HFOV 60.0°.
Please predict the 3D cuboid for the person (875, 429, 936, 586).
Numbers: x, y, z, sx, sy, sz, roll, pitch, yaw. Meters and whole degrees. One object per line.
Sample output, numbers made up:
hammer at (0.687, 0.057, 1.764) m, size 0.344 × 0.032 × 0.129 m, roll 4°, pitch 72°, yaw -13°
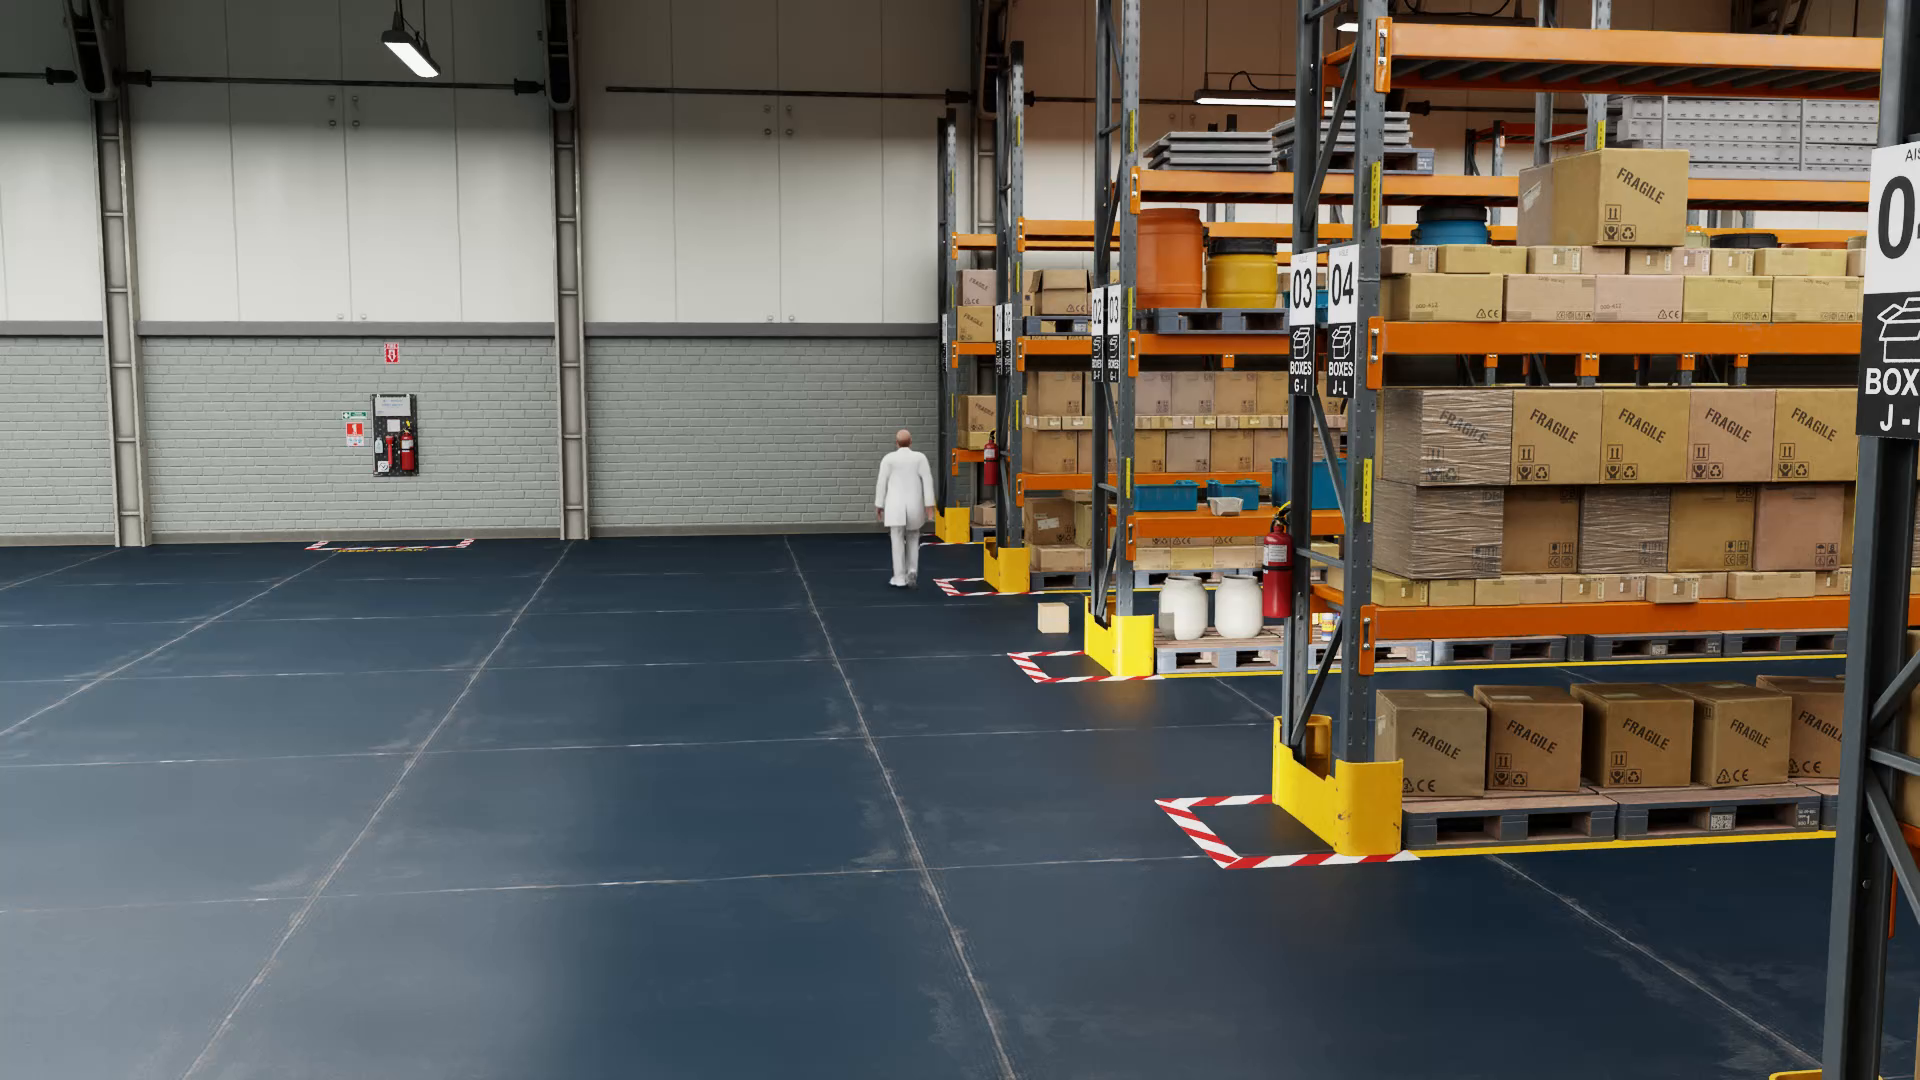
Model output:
person at (-0.620, -0.328, 18.917) m, size 0.662 × 1.857 × 0.576 m, roll -1°, pitch 6°, yaw -9°
